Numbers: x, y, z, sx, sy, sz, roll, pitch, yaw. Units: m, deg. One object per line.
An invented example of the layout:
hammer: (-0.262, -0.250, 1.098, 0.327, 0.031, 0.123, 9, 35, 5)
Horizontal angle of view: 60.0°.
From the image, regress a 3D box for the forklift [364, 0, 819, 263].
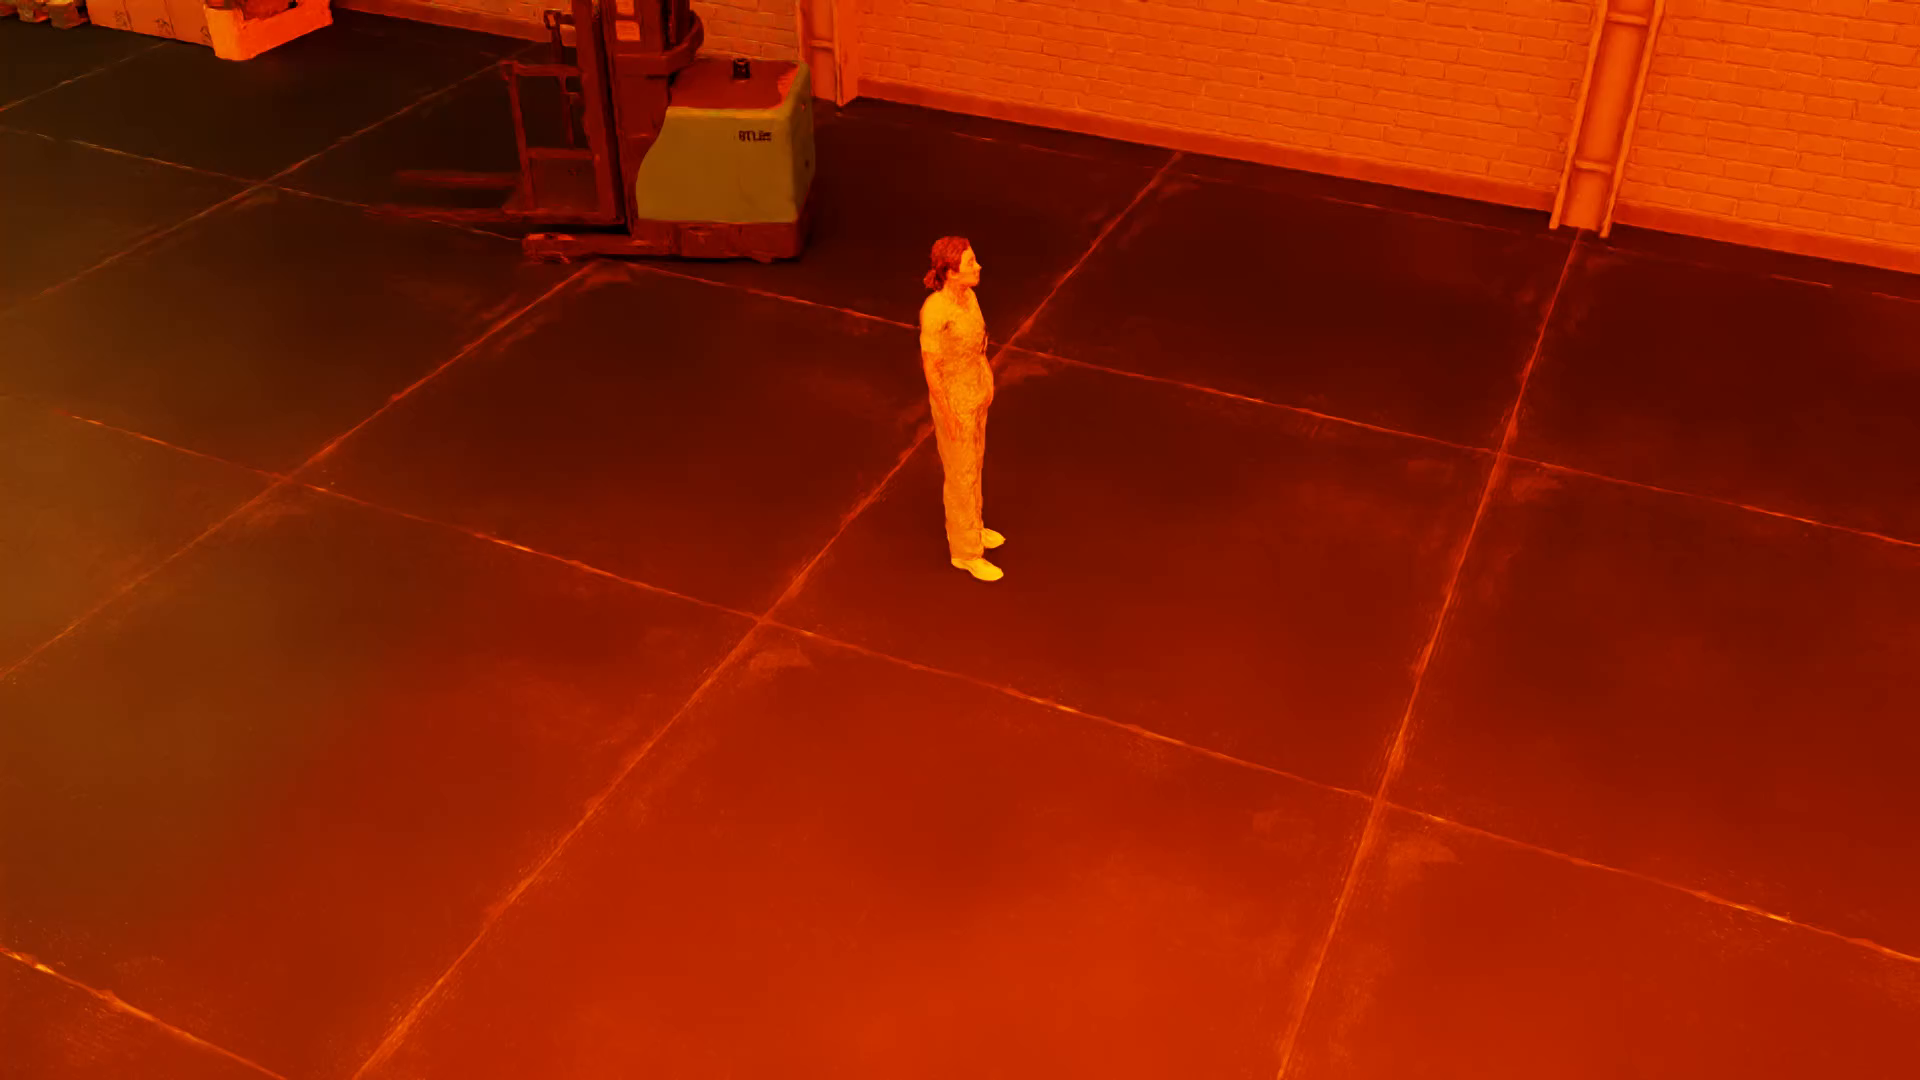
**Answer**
forklift: (-2.550, -3.394, 10.845, 3.031, 2.935, 1.130, 3, 36, 4)

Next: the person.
person: (0.062, -0.663, 8.085, 0.548, 1.674, 0.550, 15, 38, 20)
